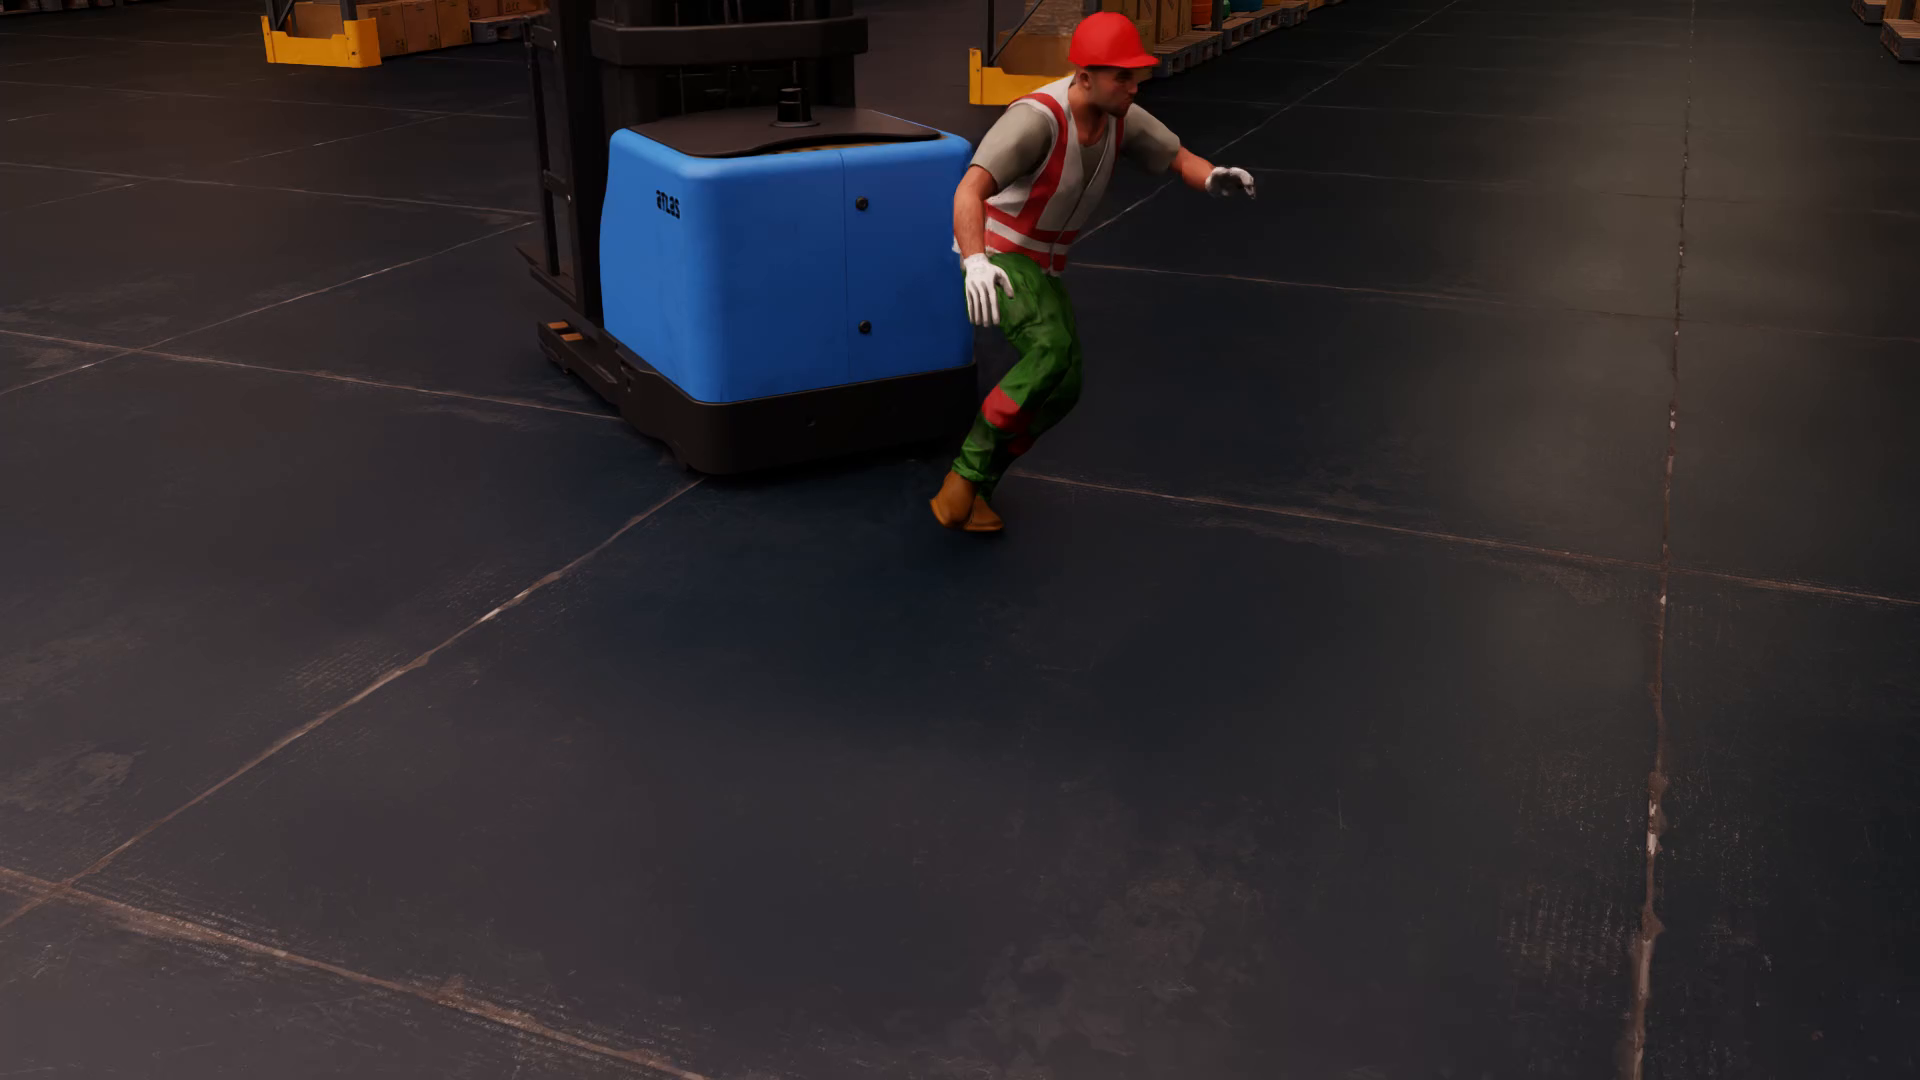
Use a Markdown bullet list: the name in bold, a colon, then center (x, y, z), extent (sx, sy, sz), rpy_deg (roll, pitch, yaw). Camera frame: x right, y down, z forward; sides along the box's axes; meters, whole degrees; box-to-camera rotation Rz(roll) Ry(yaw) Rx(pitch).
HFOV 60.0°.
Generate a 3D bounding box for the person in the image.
- **person**: center (0.329, -0.770, 4.973), extent (0.919, 1.528, 1.067), rpy_deg (16, 27, 33)

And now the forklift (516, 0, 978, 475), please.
- **forklift**: center (-1.081, -2.093, 6.300), extent (1.130, 2.935, 3.031), rpy_deg (-12, 25, -26)
